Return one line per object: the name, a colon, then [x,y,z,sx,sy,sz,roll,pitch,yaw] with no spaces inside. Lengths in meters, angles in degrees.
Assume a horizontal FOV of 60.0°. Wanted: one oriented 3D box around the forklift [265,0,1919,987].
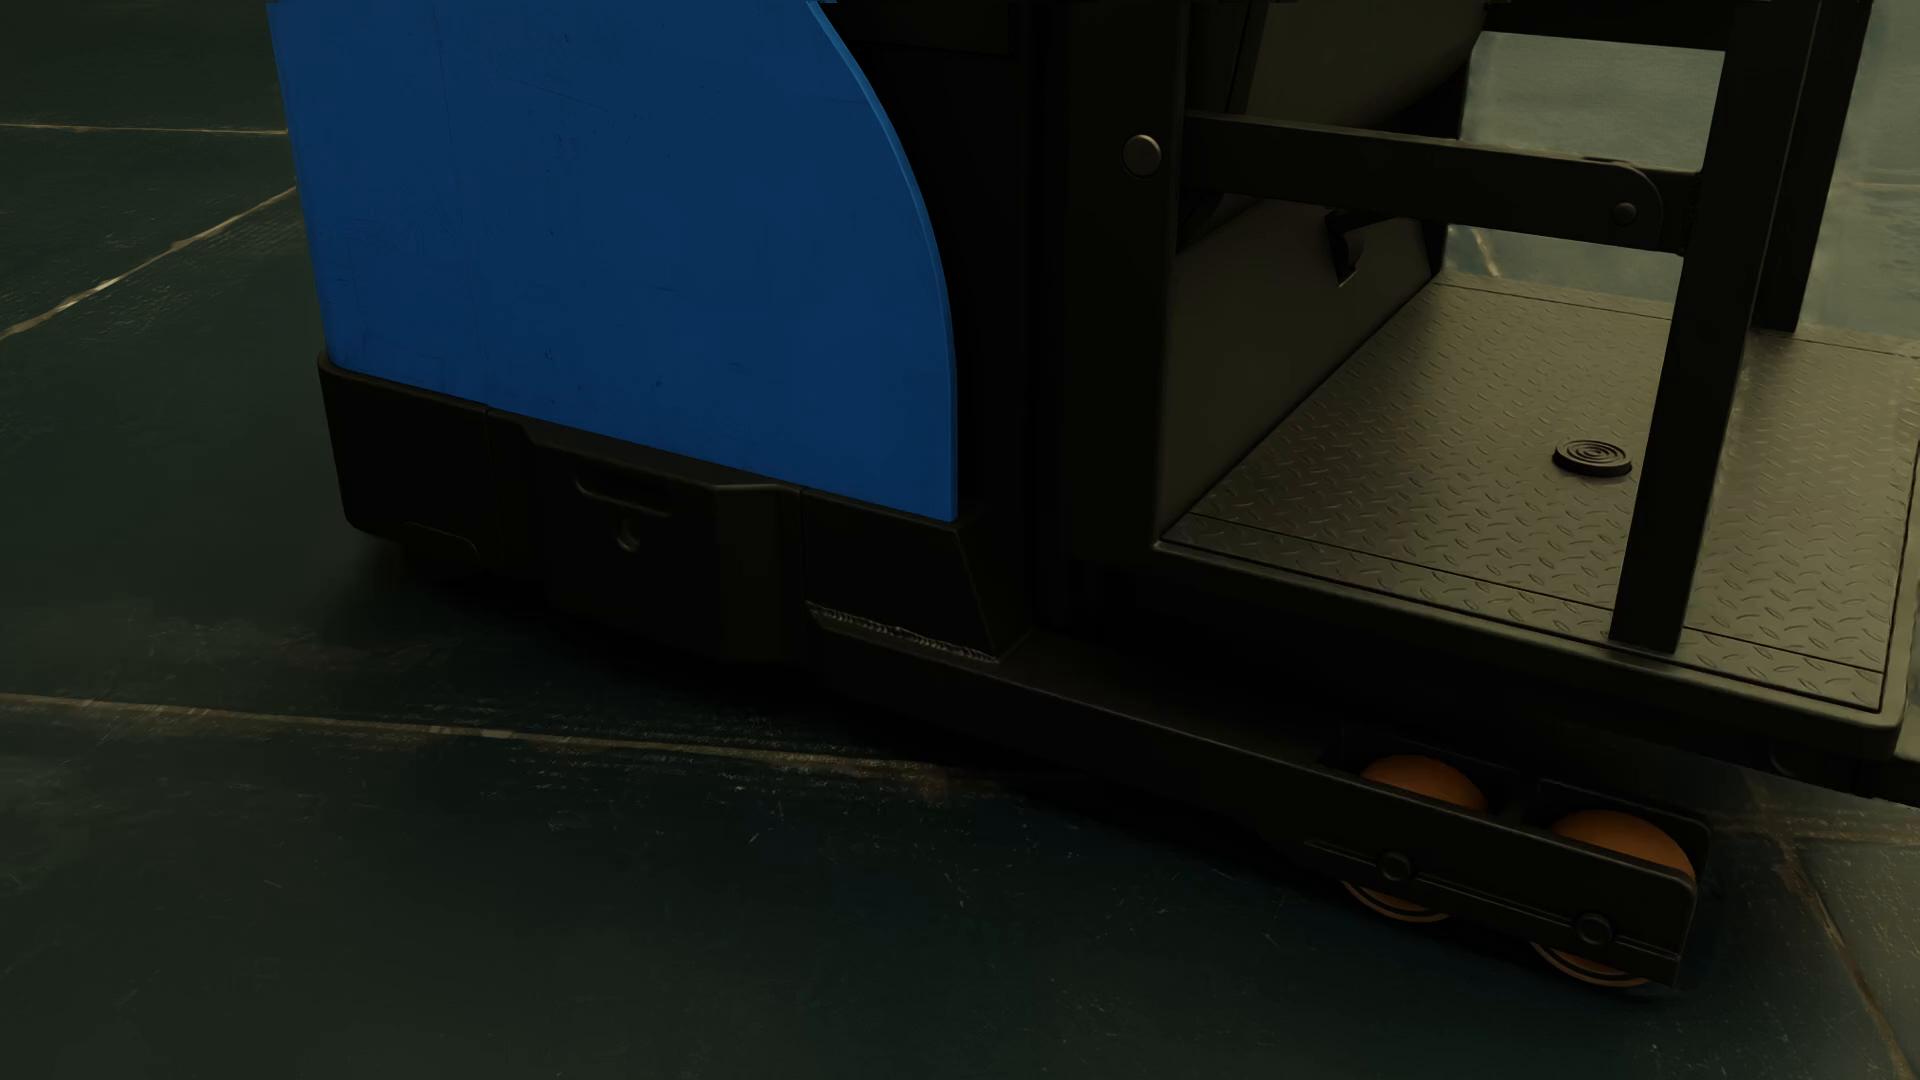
forklift: [0.637,-1.148,1.518,3.031,2.935,1.130,14,30,26]
